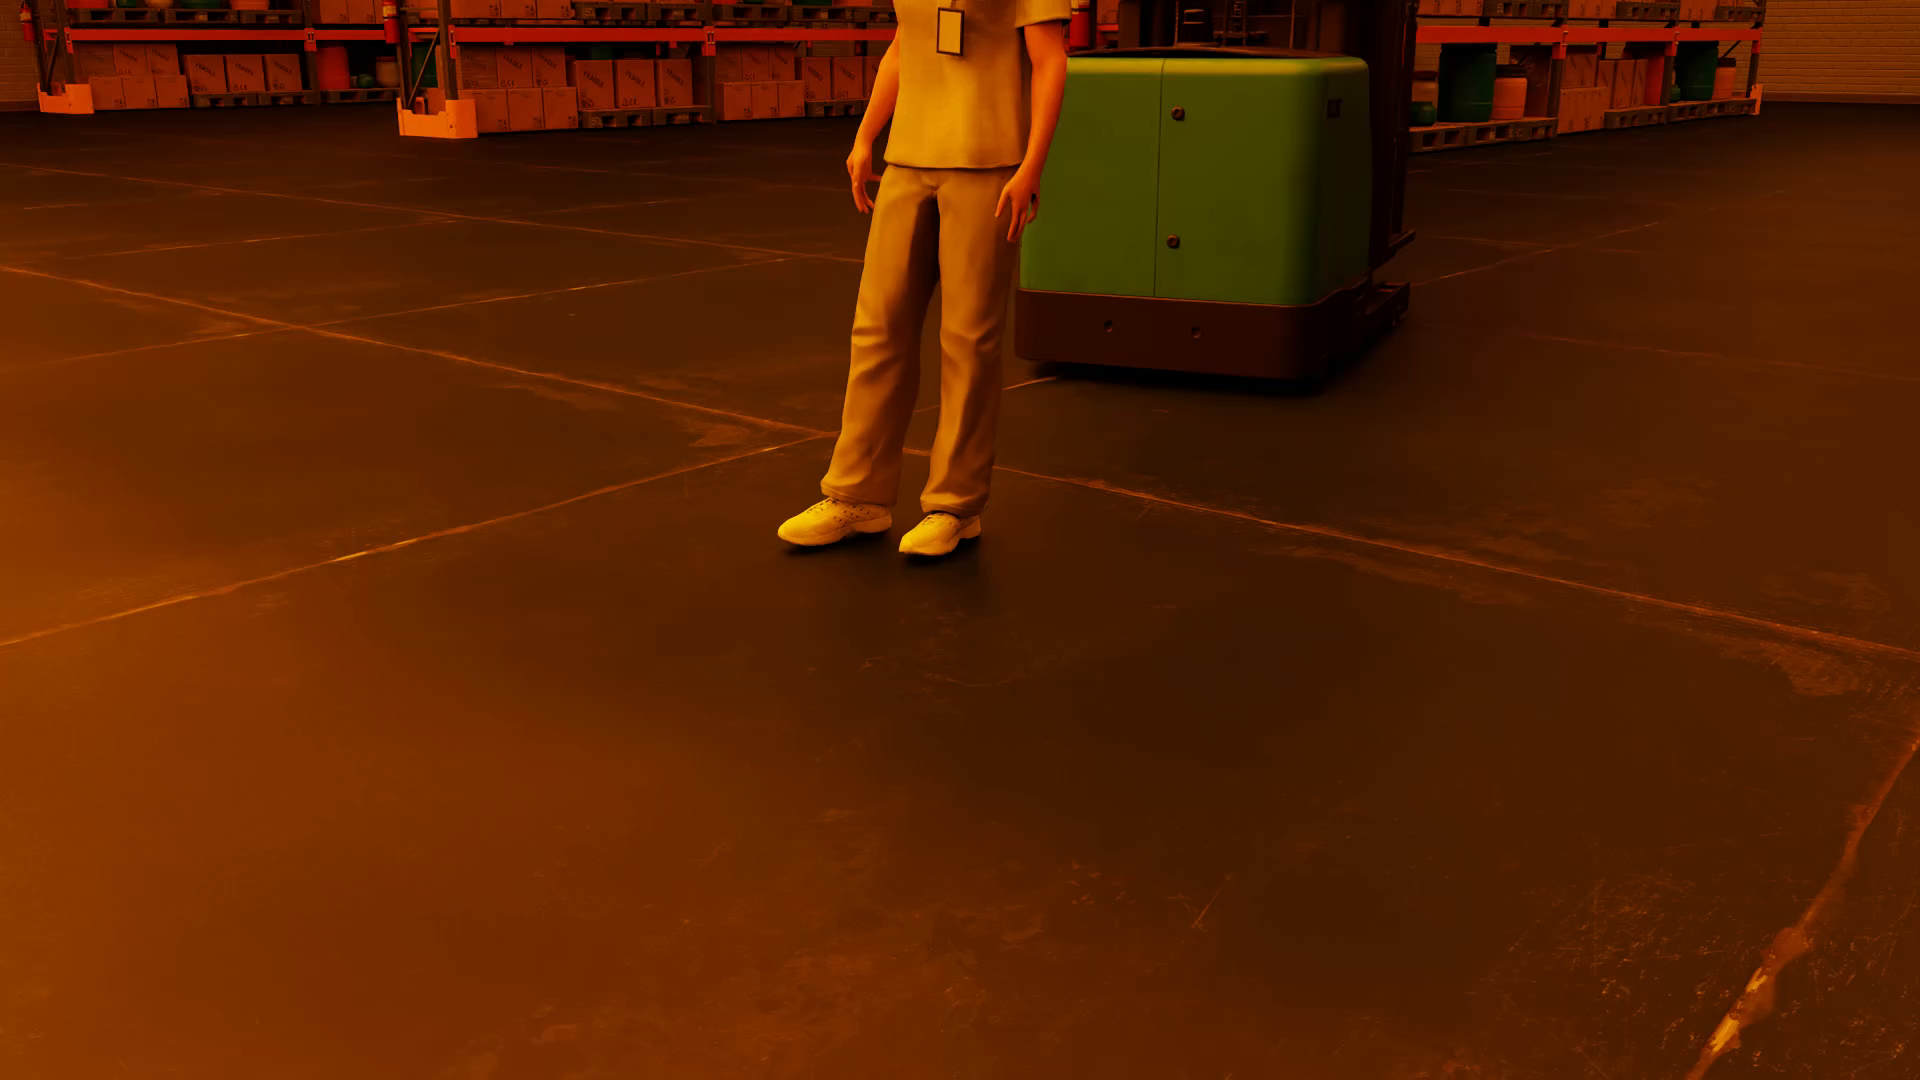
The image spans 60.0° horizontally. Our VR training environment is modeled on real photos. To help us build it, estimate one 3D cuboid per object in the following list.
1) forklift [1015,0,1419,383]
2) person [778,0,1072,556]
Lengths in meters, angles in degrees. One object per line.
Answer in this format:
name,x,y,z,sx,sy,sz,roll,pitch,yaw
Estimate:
forklift,1.243,-2.310,6.504,1.130,2.935,3.031,7,18,22
person,-0.057,-0.790,3.652,0.549,1.665,0.549,13,21,37
